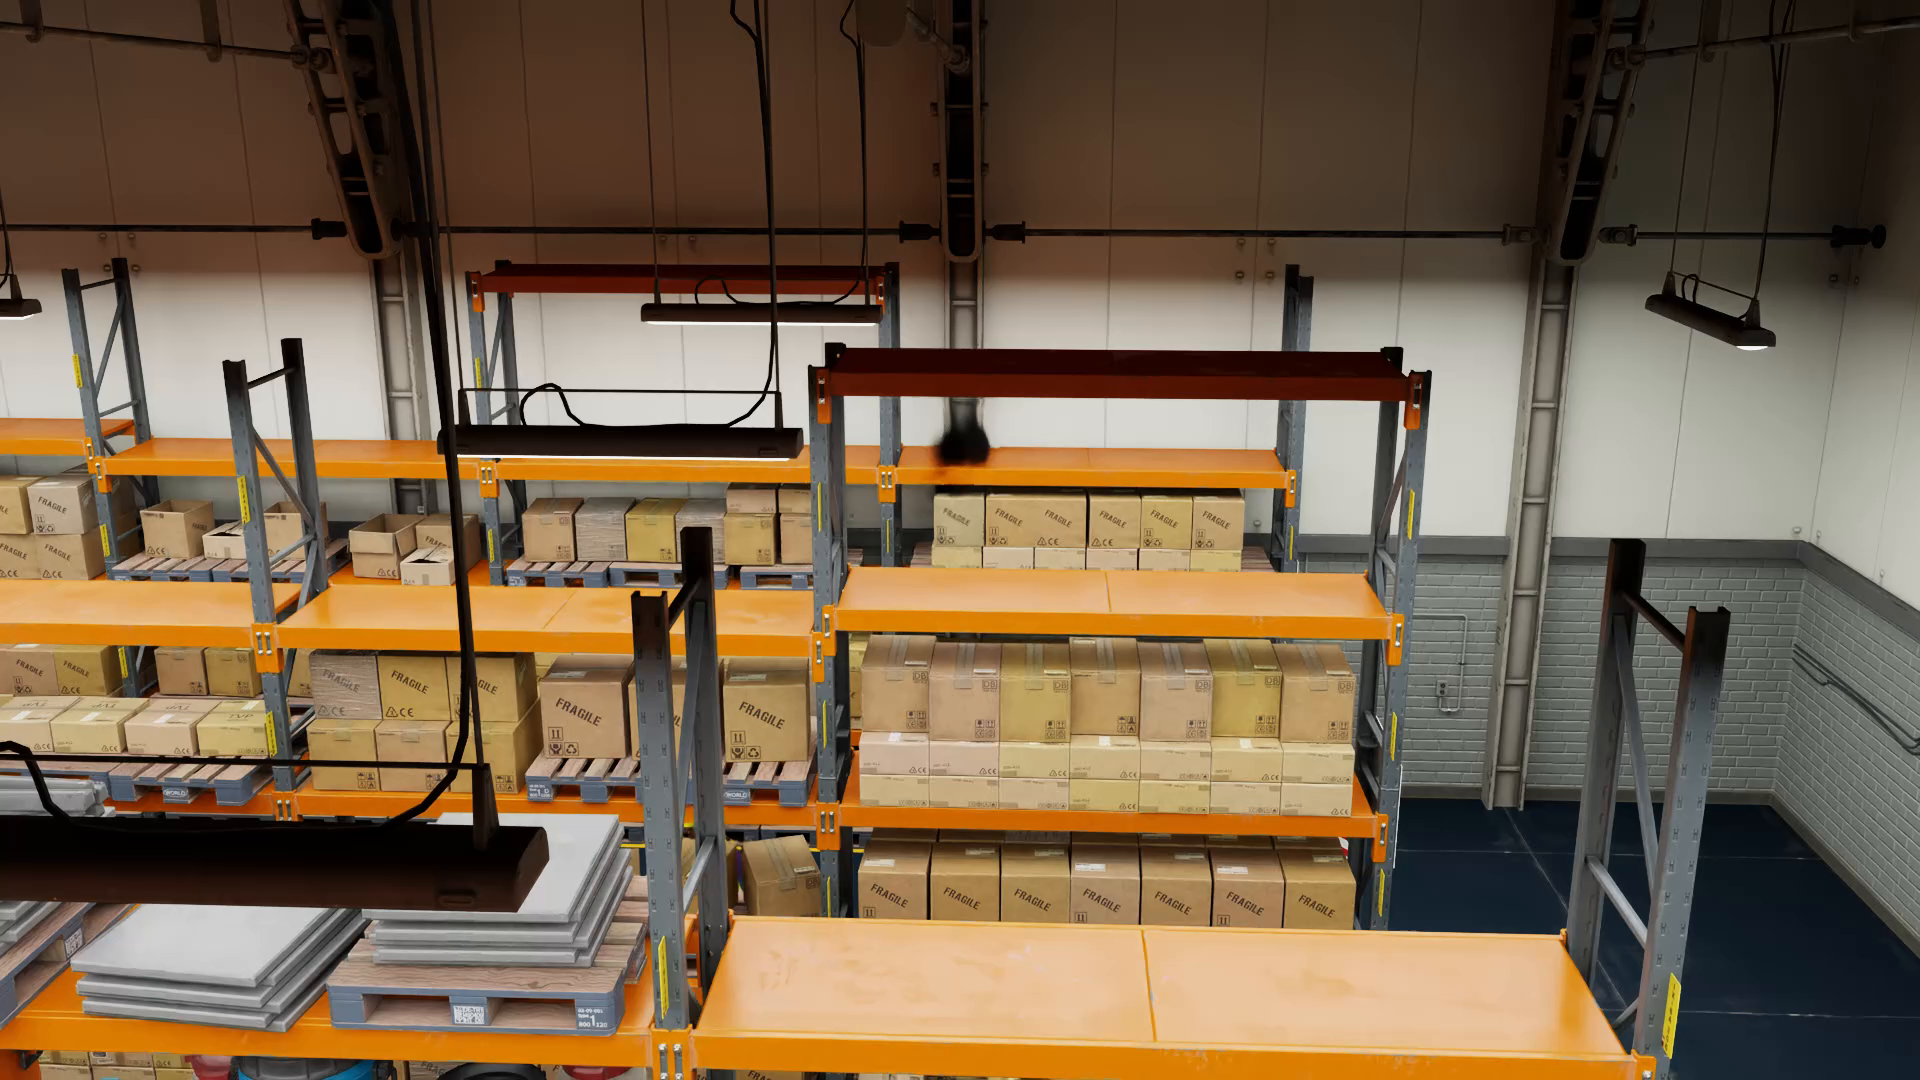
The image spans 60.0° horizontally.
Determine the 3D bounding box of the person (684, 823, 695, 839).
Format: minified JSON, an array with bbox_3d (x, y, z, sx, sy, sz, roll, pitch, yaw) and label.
[{"bbox_3d":[-2.143,3.165,14.623,0.594,1.730,0.655,-8,18,-27],"label":"person"}]
